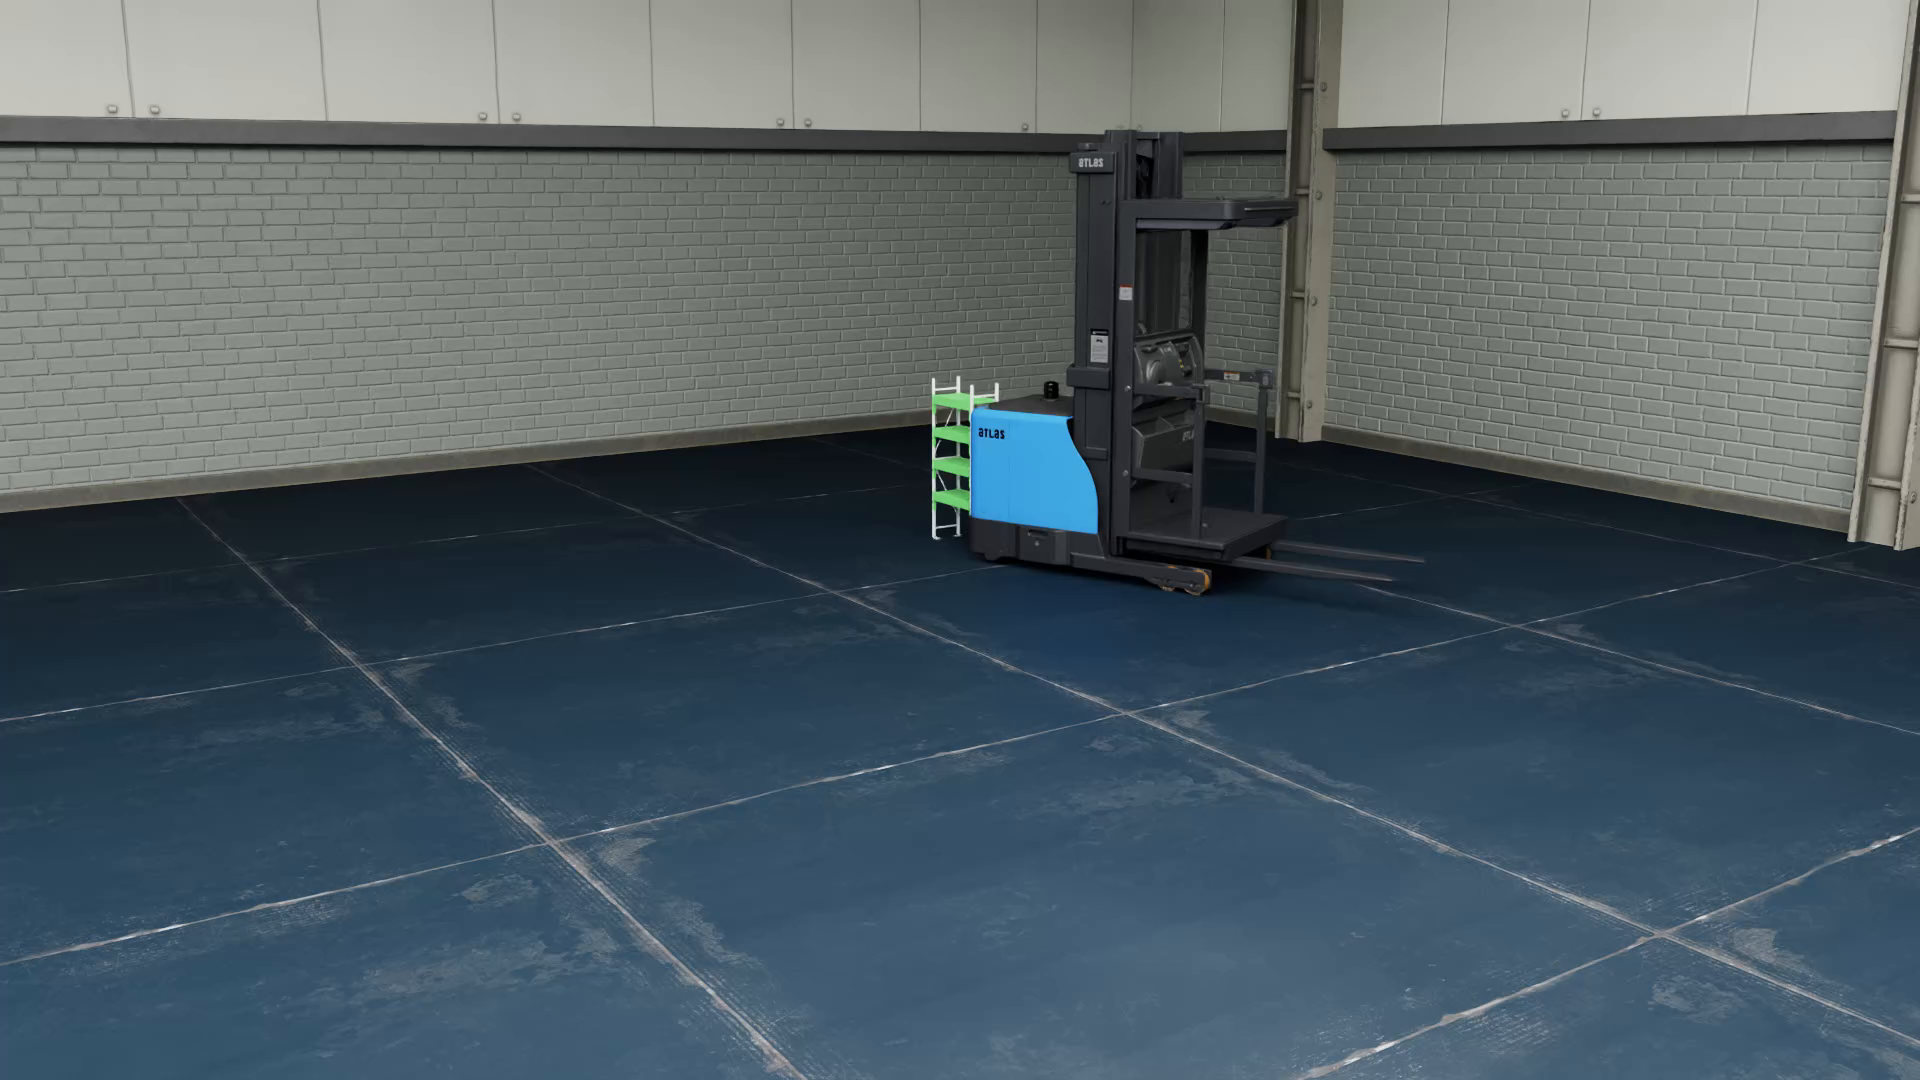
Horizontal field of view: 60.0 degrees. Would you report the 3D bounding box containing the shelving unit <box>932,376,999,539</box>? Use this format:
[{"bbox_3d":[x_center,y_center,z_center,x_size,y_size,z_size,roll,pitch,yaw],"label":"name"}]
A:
[{"bbox_3d":[0.035,-0.564,12.131,0.258,1.200,0.503,-8,15,-34],"label":"shelving unit"}]

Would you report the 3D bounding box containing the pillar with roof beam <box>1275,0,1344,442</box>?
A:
[{"bbox_3d":[-0.094,-4.930,13.844,9.100,9.000,0.400,-8,15,-33],"label":"pillar with roof beam"}]

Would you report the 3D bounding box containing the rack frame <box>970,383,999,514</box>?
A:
[{"bbox_3d":[0.173,-0.521,11.935,0.240,1.200,0.015,-8,15,-34],"label":"rack frame"}]

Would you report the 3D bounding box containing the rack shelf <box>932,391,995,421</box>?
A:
[{"bbox_3d":[0.035,-0.970,12.042,0.258,0.148,0.480,-8,15,-34],"label":"rack shelf"}]

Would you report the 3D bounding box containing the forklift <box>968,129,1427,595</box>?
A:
[{"bbox_3d":[1.570,-1.204,11.009,3.031,2.935,1.130,8,15,33],"label":"forklift"}]

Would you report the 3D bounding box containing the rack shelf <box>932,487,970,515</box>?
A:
[{"bbox_3d":[0.035,-0.267,12.196,0.258,0.148,0.480,-8,15,-34],"label":"rack shelf"}]

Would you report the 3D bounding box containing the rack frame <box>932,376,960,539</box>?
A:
[{"bbox_3d":[-0.104,-0.607,12.327,0.240,1.200,0.015,-8,15,-34],"label":"rack frame"}]

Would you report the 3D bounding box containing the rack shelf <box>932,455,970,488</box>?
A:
[{"bbox_3d":[0.035,-0.501,12.145,0.258,0.148,0.480,-8,15,-34],"label":"rack shelf"}]

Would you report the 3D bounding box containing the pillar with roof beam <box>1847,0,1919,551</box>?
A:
[{"bbox_3d":[3.230,-3.863,8.964,9.100,9.000,0.400,-8,15,-33],"label":"pillar with roof beam"}]

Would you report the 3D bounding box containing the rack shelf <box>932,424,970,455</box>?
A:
[{"bbox_3d":[0.035,-0.736,12.093,0.258,0.148,0.480,-8,15,-34],"label":"rack shelf"}]
